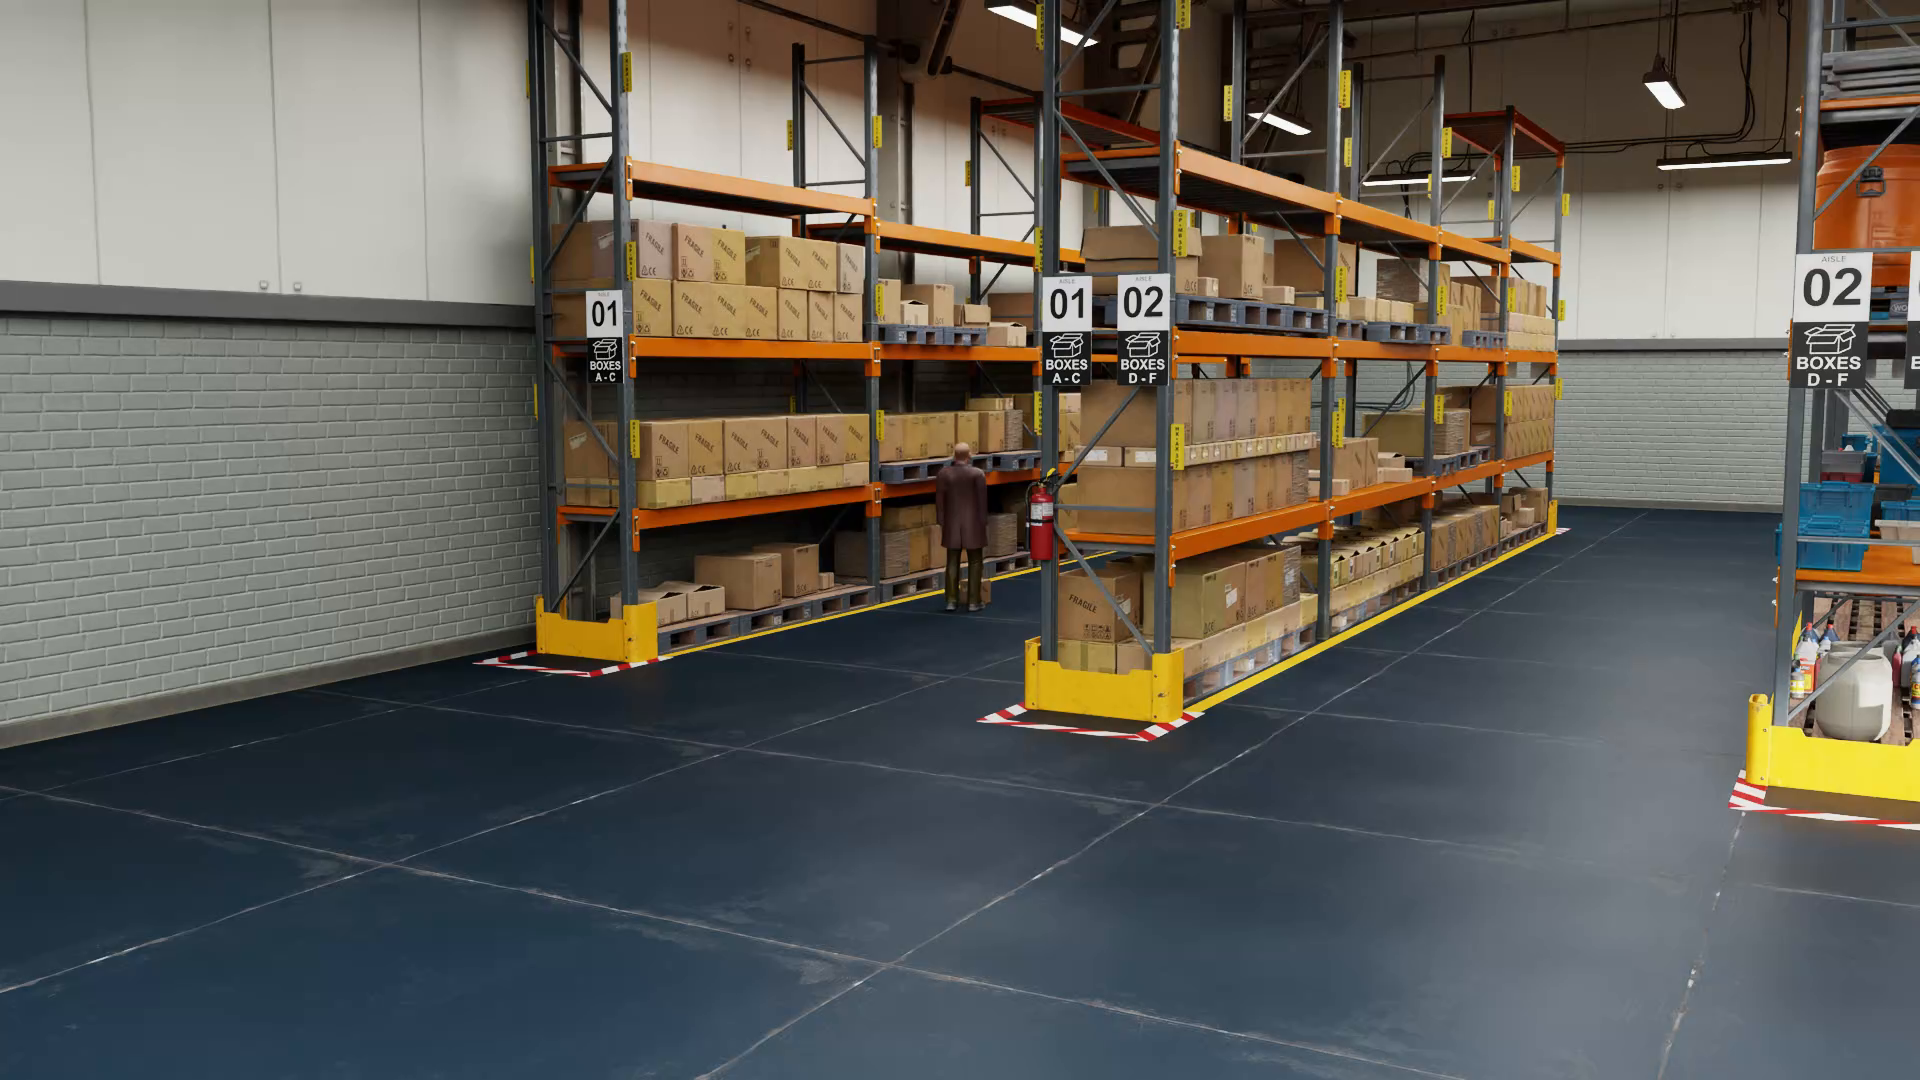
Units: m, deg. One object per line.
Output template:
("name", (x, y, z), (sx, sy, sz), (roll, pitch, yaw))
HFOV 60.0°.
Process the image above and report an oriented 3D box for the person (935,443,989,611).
("person", (0.025, -0.139, 17.535), (0.565, 1.770, 0.379), (2, 6, 15))
